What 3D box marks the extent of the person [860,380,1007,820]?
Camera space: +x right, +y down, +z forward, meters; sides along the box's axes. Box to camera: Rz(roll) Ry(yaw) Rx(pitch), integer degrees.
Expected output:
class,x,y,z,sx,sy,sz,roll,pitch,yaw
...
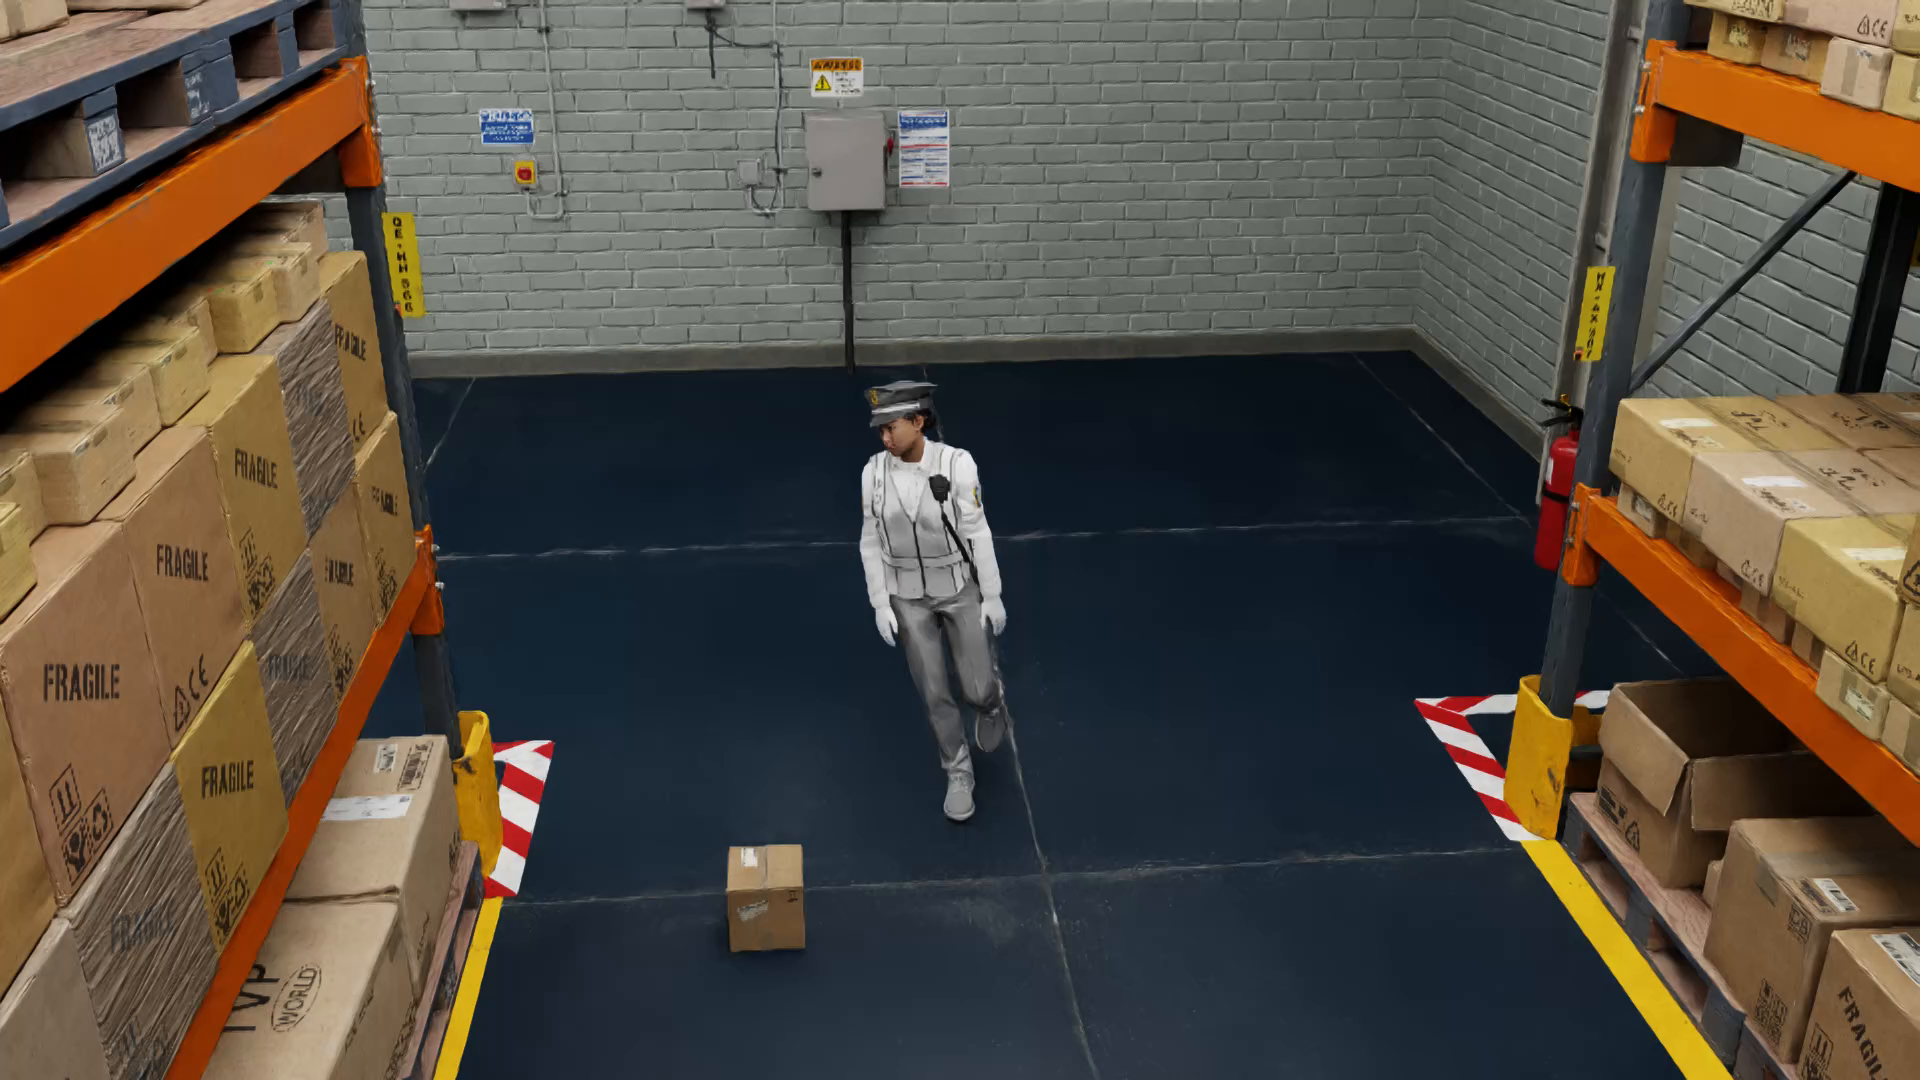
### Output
class,x,y,z,sx,sy,sz,roll,pitch,yaw
person,-0.092,0.191,6.148,0.546,1.650,0.538,3,24,8
